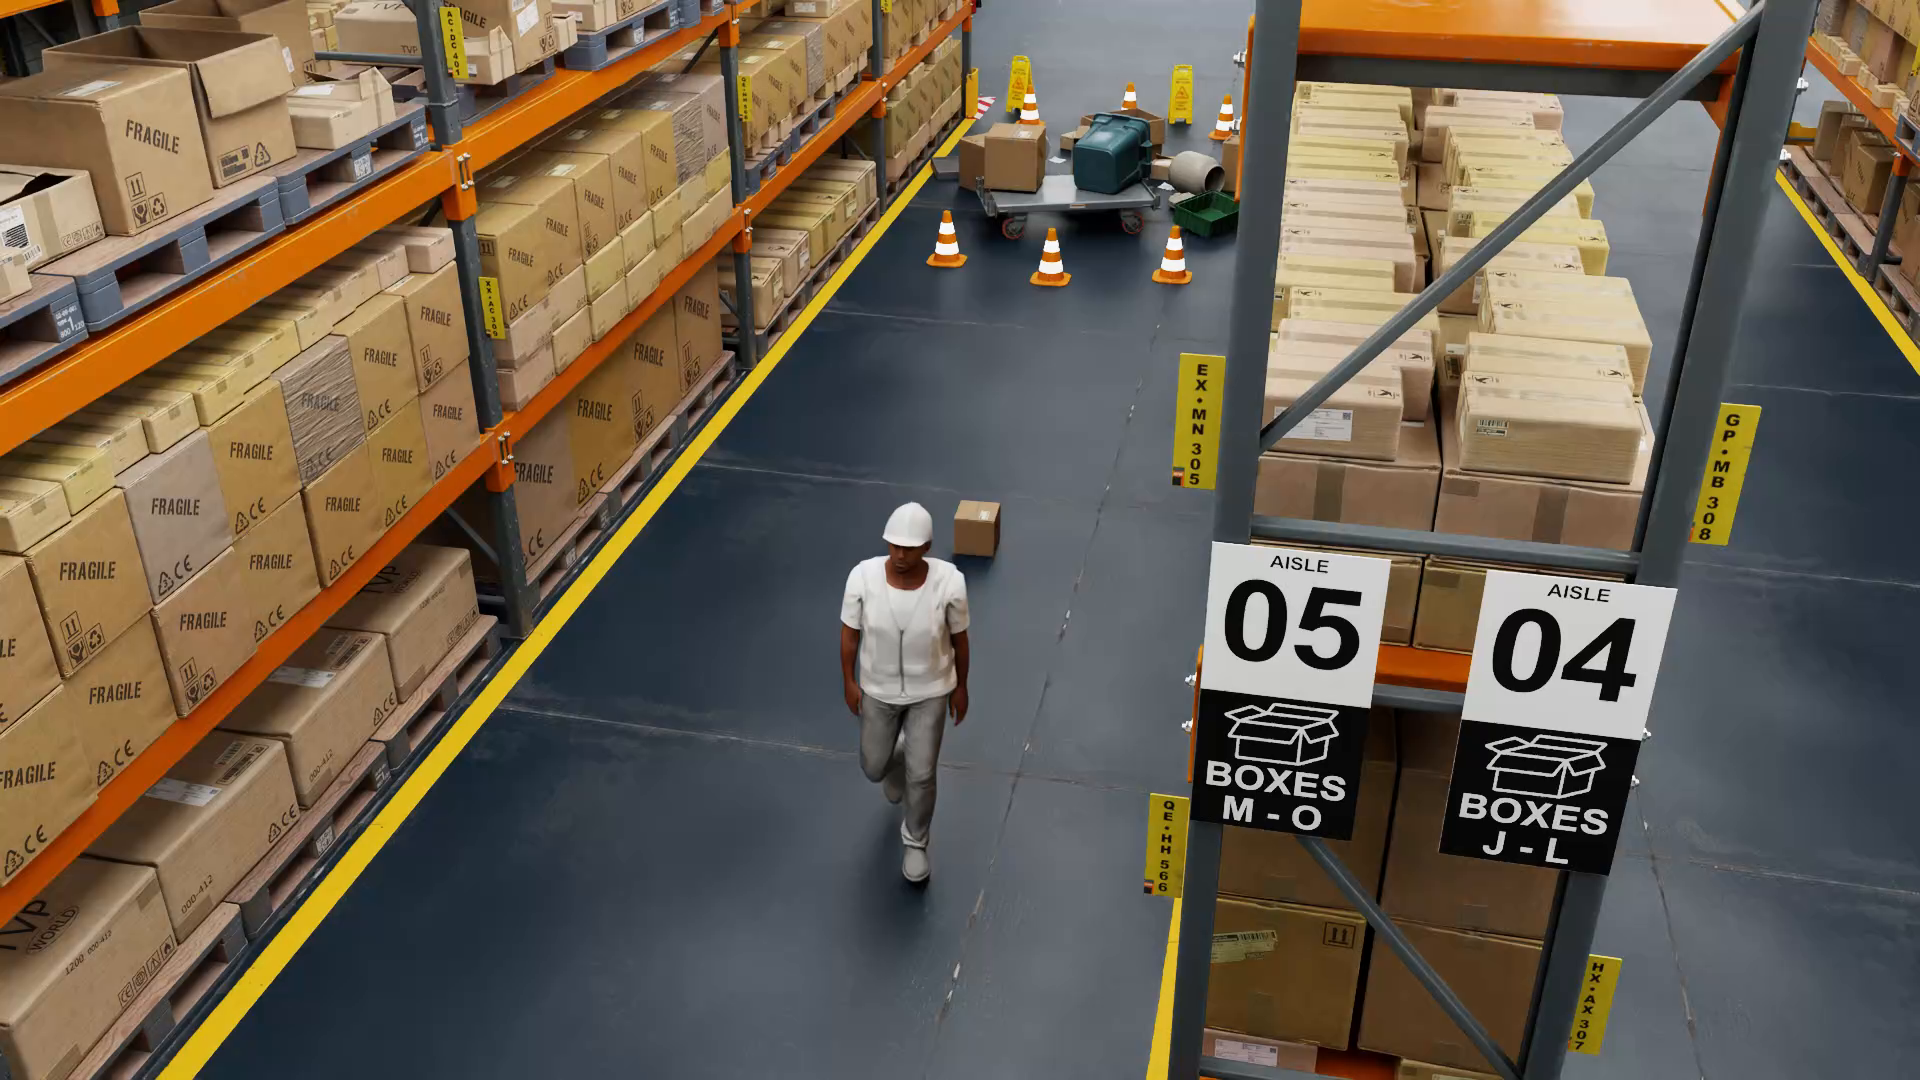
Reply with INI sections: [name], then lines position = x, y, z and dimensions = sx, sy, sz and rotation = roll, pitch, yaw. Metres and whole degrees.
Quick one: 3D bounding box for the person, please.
[person]
position = -0.245, 0.629, 7.414
dimensions = 0.575, 1.750, 0.729
rotation = 2, 29, 4
